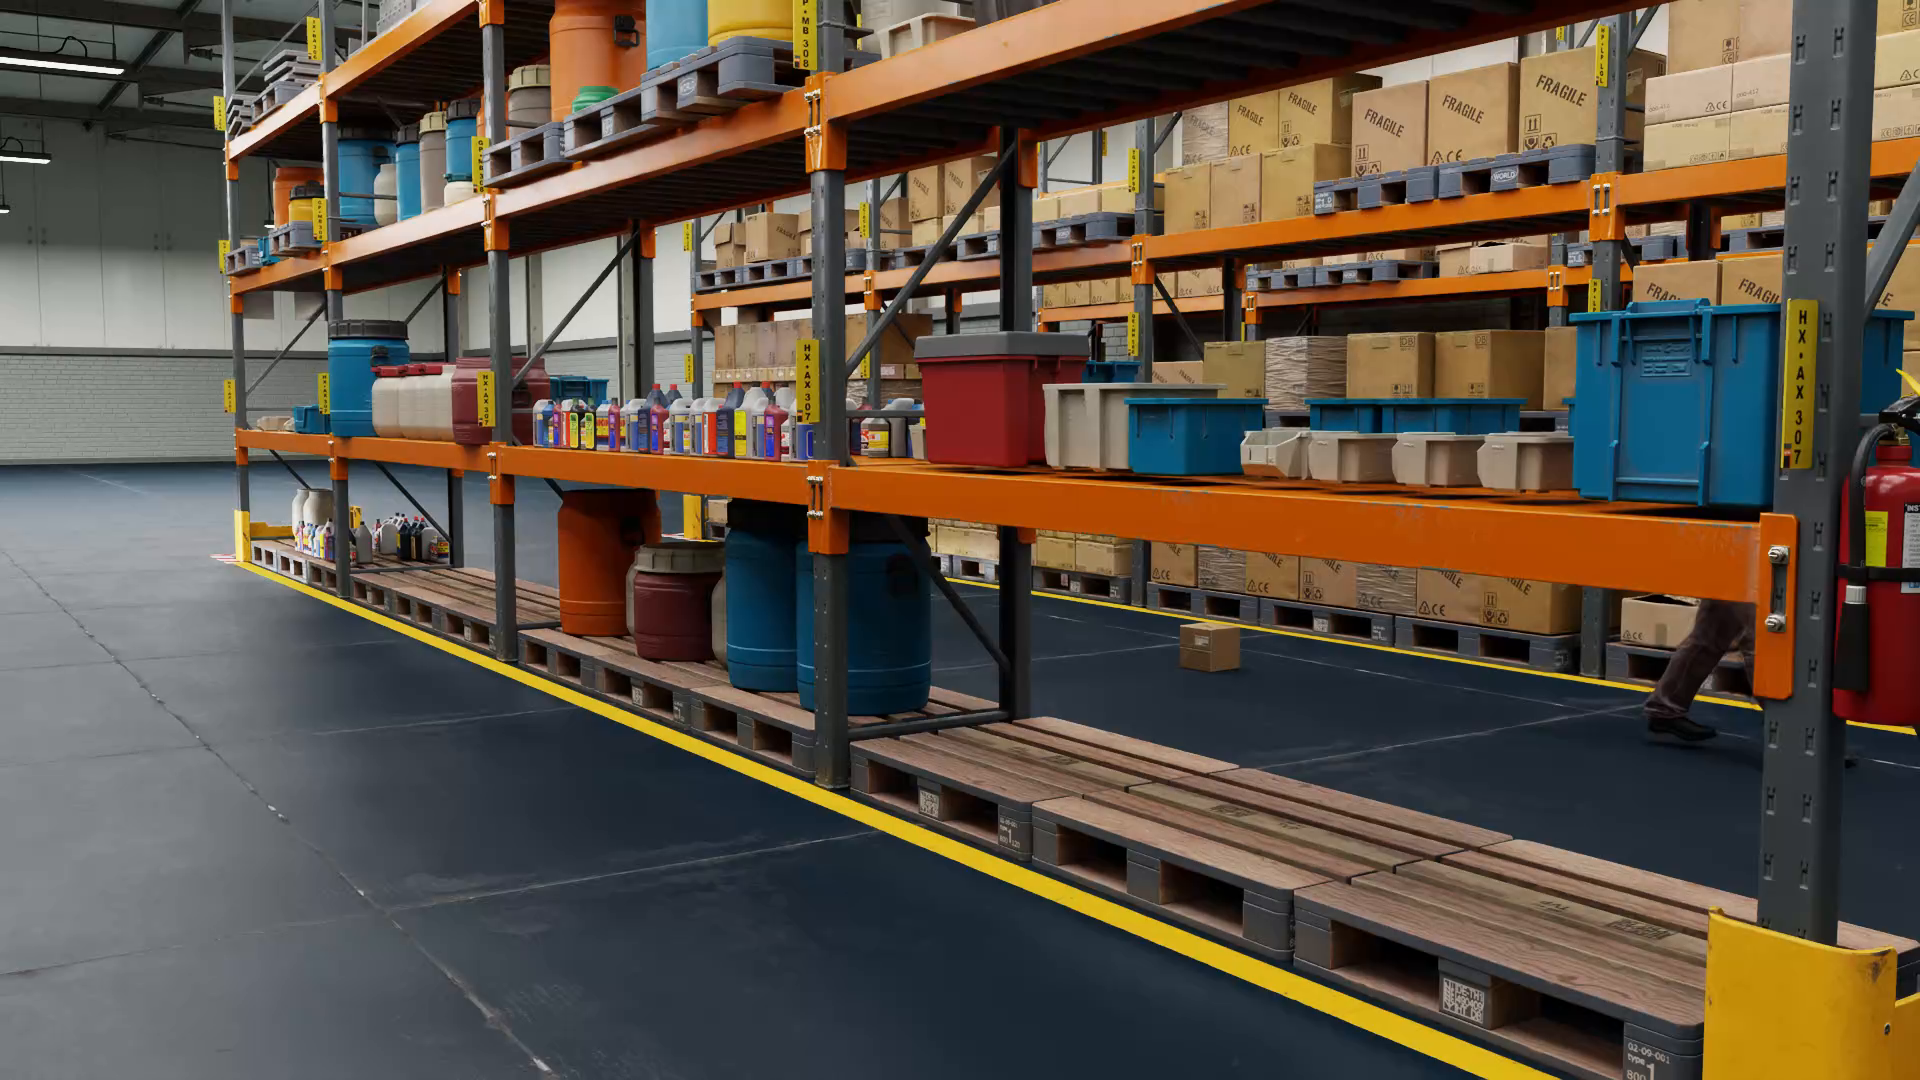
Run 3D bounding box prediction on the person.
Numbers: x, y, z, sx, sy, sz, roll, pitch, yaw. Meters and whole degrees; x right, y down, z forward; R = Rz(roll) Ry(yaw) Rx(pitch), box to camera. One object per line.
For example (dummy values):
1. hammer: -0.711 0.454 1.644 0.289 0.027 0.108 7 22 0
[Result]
1. person: 3.448 0.086 7.192 0.558 1.670 0.979 -4 6 -41
